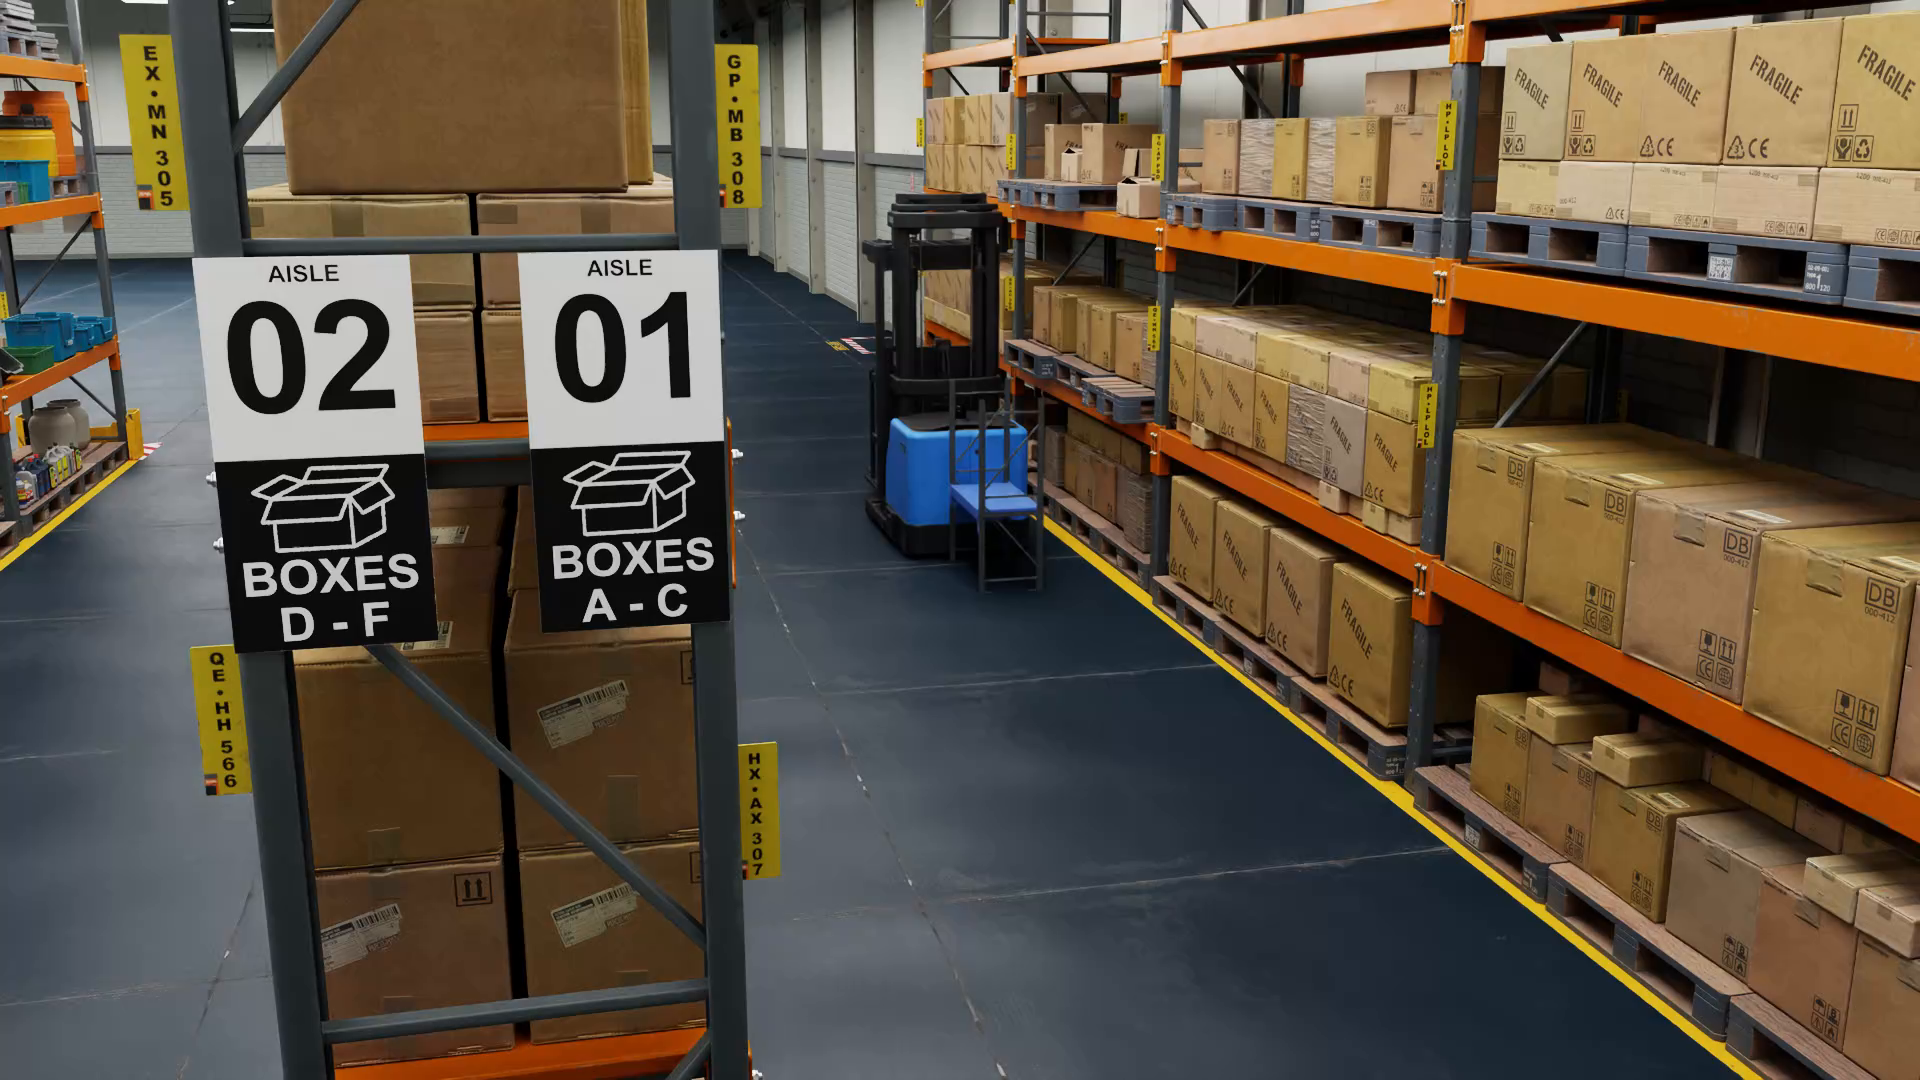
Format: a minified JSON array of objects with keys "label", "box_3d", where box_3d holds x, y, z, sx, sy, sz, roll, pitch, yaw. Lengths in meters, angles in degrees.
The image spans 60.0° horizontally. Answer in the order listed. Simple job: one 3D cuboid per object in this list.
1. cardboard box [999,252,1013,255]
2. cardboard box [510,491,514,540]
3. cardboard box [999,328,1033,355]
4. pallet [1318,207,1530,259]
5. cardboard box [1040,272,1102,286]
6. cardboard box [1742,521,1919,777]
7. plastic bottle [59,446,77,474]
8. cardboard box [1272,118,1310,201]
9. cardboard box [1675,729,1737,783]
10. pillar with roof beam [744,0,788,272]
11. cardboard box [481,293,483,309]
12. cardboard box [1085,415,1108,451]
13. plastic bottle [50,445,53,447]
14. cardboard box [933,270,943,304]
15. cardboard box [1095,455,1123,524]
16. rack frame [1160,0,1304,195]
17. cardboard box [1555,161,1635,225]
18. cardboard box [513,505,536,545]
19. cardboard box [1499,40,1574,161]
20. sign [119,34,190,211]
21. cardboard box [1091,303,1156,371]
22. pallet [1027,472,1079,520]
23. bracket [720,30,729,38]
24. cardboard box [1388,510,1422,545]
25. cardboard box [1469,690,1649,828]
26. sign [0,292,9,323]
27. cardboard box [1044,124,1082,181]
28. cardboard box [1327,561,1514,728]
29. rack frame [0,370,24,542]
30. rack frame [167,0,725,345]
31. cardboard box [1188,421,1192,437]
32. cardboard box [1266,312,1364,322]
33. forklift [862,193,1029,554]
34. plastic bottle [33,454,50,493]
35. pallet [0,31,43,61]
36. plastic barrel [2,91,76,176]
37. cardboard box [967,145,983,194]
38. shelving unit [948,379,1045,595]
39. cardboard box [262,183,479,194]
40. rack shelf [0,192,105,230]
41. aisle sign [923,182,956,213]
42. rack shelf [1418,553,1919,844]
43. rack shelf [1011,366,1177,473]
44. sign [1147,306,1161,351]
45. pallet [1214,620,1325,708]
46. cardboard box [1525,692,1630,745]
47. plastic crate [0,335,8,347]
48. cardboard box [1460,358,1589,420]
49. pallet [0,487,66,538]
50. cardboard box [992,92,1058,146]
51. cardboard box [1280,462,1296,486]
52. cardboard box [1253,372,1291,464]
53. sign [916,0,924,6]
[{"label":"cardboard box","box_3d":[0.386,-3.106,19.516,0.500,0.500,0.500,-3,14,-14]},{"label":"cardboard box","box_3d":[-1.848,-0.029,5.909,0.500,0.500,0.500,-4,14,-15]},{"label":"cardboard box","box_3d":[0.603,-2.009,16.602,0.500,0.250,0.500,-3,14,-13]},{"label":"pallet","box_3d":[2.624,-1.707,9.176,0.805,0.209,1.217,-4,14,-15]},{"label":"cardboard box","box_3d":[1.101,-2.401,16.627,0.500,0.500,0.500,-4,14,-14]},{"label":"cardboard box","box_3d":[3.516,0.359,6.006,0.980,0.700,0.700,-3,14,-14]},{"label":"plastic bottle","box_3d":[-8.671,-0.782,16.118,0.152,0.276,0.135,-3,14,-13]},{"label":"cardboard box","box_3d":[2.410,-2.420,10.553,0.700,0.500,0.500,-3,14,-10]},{"label":"cardboard box","box_3d":[3.369,0.936,7.293,0.380,0.149,0.250,-3,14,-13]},{"label":"pillar with roof beam","box_3d":[-8.747,-11.000,40.490,9.100,9.000,0.548,-3,14,-13]},{"label":"cardboard box","box_3d":[-1.471,-0.538,4.305,0.500,0.250,0.500,-3,14,-13]},{"label":"cardboard box","box_3d":[1.430,-0.953,14.767,0.500,0.250,0.500,-4,14,-15]},{"label":"plastic bottle","box_3d":[-8.774,-0.779,16.092,0.061,0.283,0.133,-3,14,-13]},{"label":"cardboard box","box_3d":[-0.005,-2.962,18.924,0.500,0.500,0.500,-3,14,-13]},{"label":"cardboard box","box_3d":[1.576,-0.458,14.320,0.700,0.500,0.500,-3,14,-13]},{"label":"rack frame","box_3d":[1.948,-3.971,11.720,1.000,3.000,0.127,-3,14,-13]},{"label":"cardboard box","box_3d":[2.899,-1.478,7.058,0.500,0.250,0.500,-4,14,-14]},{"label":"cardboard box","box_3d":[-1.078,0.179,5.058,0.500,0.500,0.500,-3,14,-12]},{"label":"cardboard box","box_3d":[2.782,-1.955,7.429,0.500,0.500,0.500,-3,14,-14]},{"label":"sign","box_3d":[-1.532,-0.795,3.175,0.100,0.325,0.005,-3,14,-13]},{"label":"cardboard box","box_3d":[1.514,-1.713,13.980,0.700,0.500,0.500,-3,14,-13]},{"label":"pallet","box_3d":[1.193,-0.445,15.805,1.003,0.211,1.213,-3,14,-13]},{"label":"bracket","box_3d":[-6.971,-14.995,49.259,0.235,0.232,0.430,-3,14,-13]},{"label":"cardboard box","box_3d":[2.533,-0.084,8.937,0.380,0.149,0.250,-3,14,-13]},{"label":"cardboard box","box_3d":[2.963,1.055,8.172,0.700,0.500,0.500,-3,14,-12]},{"label":"sign","box_3d":[-10.097,-2.455,17.571,0.100,0.325,0.005,-3,14,-13]},{"label":"cardboard box","box_3d":[1.059,-3.559,15.256,0.500,0.500,0.500,-1,14,-5]},{"label":"cardboard box","box_3d":[2.608,0.564,9.444,0.750,0.750,0.750,-3,14,-13]},{"label":"rack frame","box_3d":[-8.621,-1.427,13.948,1.000,3.000,0.127,-3,14,-13]},{"label":"rack frame","box_3d":[-0.987,-1.848,3.032,1.000,3.000,0.127,-3,14,-13]},{"label":"cardboard box","box_3d":[1.851,-0.797,11.855,0.380,0.149,0.250,-3,14,-12]},{"label":"cardboard box","box_3d":[2.425,-1.414,11.434,0.500,0.250,0.500,-4,14,-15]},{"label":"forklift","box_3d":[-0.253,-1.610,14.843,1.130,2.935,3.031,-3,14,-13]},{"label":"plastic bottle","box_3d":[-8.452,-0.607,15.246,0.144,0.351,0.185,-4,14,-16]},{"label":"pallet","box_3d":[-9.132,-4.526,15.233,1.003,0.211,1.213,-3,14,-13]},{"label":"plastic barrel","box_3d":[-9.323,-4.115,16.839,0.600,0.830,0.708,-3,14,-13]},{"label":"cardboard box","box_3d":[0.376,-3.841,17.254,0.500,0.500,0.500,-4,14,-15]},{"label":"shelving unit","box_3d":[0.274,-0.444,13.084,0.538,1.500,1.048,-3,14,-13]},{"label":"cardboard box","box_3d":[-1.474,-0.781,4.245,0.500,0.250,0.500,-3,14,-13]},{"label":"rack shelf","box_3d":[-9.091,-2.996,15.566,1.077,0.370,4.000,-3,14,-13]},{"label":"aisle sign","box_3d":[-0.239,-4.165,19.677,0.394,0.787,0.004,-3,14,-13]},{"label":"rack shelf","box_3d":[3.357,0.677,6.851,1.077,0.370,4.000,-3,14,-13]},{"label":"rack shelf","box_3d":[1.478,-1.169,14.406,1.077,0.370,4.000,-3,14,-13]},{"label":"sign","box_3d":[1.423,-1.548,12.171,0.100,0.325,0.005,-3,14,-13]},{"label":"pallet","box_3d":[2.343,0.765,10.851,1.003,0.211,1.213,-3,14,-13]},{"label":"cardboard box","box_3d":[2.866,0.829,7.730,0.380,0.149,0.250,-3,14,-11]},{"label":"plastic crate","box_3d":[-9.663,-1.997,16.838,0.298,0.136,0.250,-3,14,-13]},{"label":"cardboard box","box_3d":[3.033,-0.822,9.010,0.500,0.250,0.500,-3,14,-11]},{"label":"pallet","box_3d":[-8.739,-0.230,14.923,1.003,0.211,1.213,-3,14,-13]},{"label":"cardboard box","box_3d":[0.627,-4.081,16.131,0.500,0.500,0.500,-5,14,-18]},{"label":"cardboard box","box_3d":[2.226,-0.441,10.400,0.380,0.149,0.250,-3,14,-11]},{"label":"cardboard box","box_3d":[2.173,-0.778,10.410,0.500,0.500,0.500,-3,14,-12]},{"label":"sign","box_3d":[-0.458,-6.278,19.030,0.100,0.325,0.005,-3,14,-13]}]
